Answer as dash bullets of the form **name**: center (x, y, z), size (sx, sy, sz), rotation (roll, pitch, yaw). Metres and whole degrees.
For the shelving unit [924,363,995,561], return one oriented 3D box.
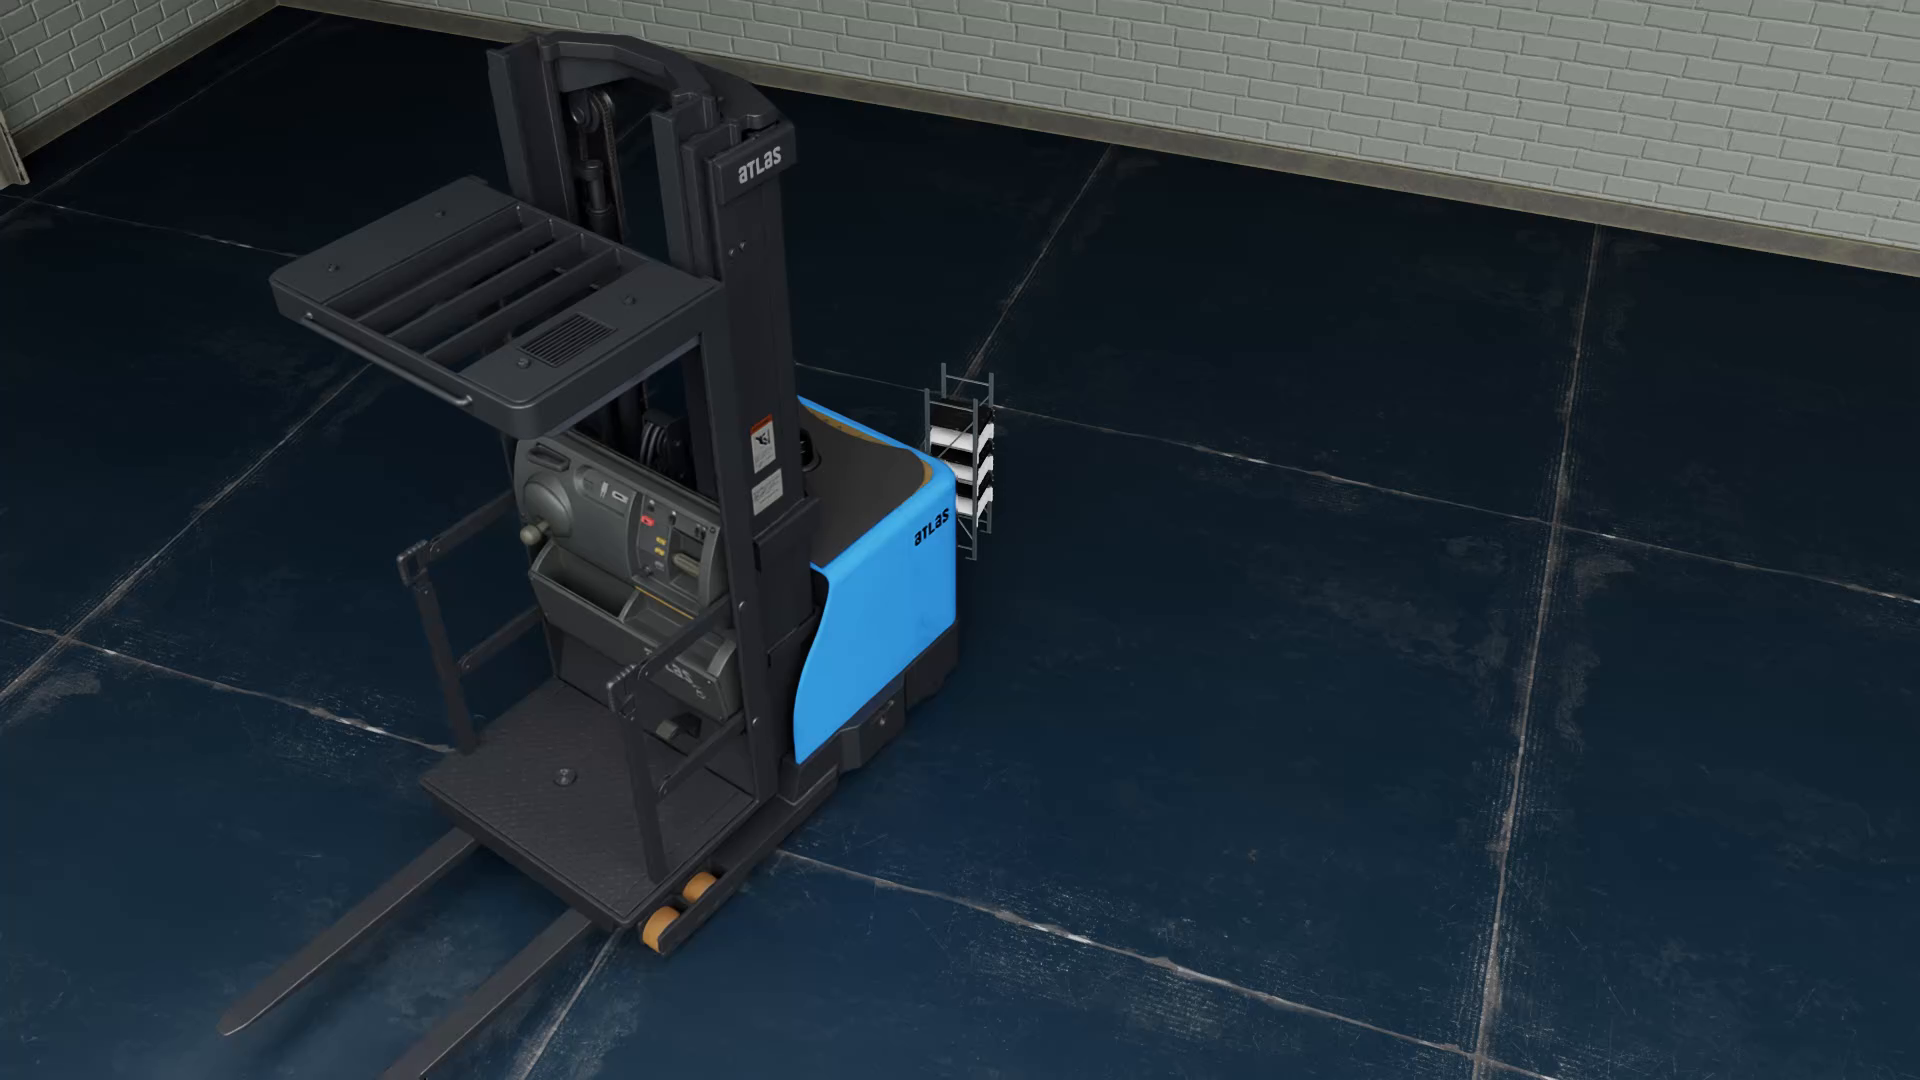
- **shelving unit**: center (-0.003, -0.337, 7.406), size (0.258, 0.900, 0.210), rotation (13, 42, 15)

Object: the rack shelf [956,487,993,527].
- **rack shelf**: center (-0.003, -0.175, 7.544), size (0.258, 0.077, 0.200), rotation (13, 42, 15)

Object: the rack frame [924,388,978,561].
- **rack frame**: center (-0.038, -0.275, 7.333), size (0.240, 0.900, 0.006), rotation (13, 42, 15)

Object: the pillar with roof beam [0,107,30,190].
- **pillar with roof beam**: center (-1.928, -4.608, 6.171), size (9.100, 9.000, 0.400), rotation (13, 42, 15)

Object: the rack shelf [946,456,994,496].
- **rack shelf**: center (-0.003, -0.312, 7.427), size (0.258, 0.077, 0.200), rotation (13, 42, 15)

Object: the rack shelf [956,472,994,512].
- **rack shelf**: center (-0.003, -0.244, 7.486), size (0.258, 0.077, 0.200), rotation (13, 42, 15)

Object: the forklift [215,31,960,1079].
- **forklift**: center (-1.284, 0.002, 5.443), size (1.130, 2.935, 3.031), rotation (26, 47, 27)

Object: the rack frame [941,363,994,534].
- **rack frame**: center (0.032, -0.399, 7.478), size (0.240, 0.900, 0.006), rotation (13, 42, 15)

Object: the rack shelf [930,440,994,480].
- **rack shelf**: center (-0.003, -0.380, 7.369), size (0.258, 0.077, 0.200), rotation (13, 42, 15)

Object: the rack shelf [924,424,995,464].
- **rack shelf**: center (-0.003, -0.449, 7.311), size (0.258, 0.077, 0.200), rotation (13, 42, 15)

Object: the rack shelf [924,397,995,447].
- **rack shelf**: center (-0.003, -0.517, 7.252), size (0.258, 0.077, 0.200), rotation (13, 42, 15)
